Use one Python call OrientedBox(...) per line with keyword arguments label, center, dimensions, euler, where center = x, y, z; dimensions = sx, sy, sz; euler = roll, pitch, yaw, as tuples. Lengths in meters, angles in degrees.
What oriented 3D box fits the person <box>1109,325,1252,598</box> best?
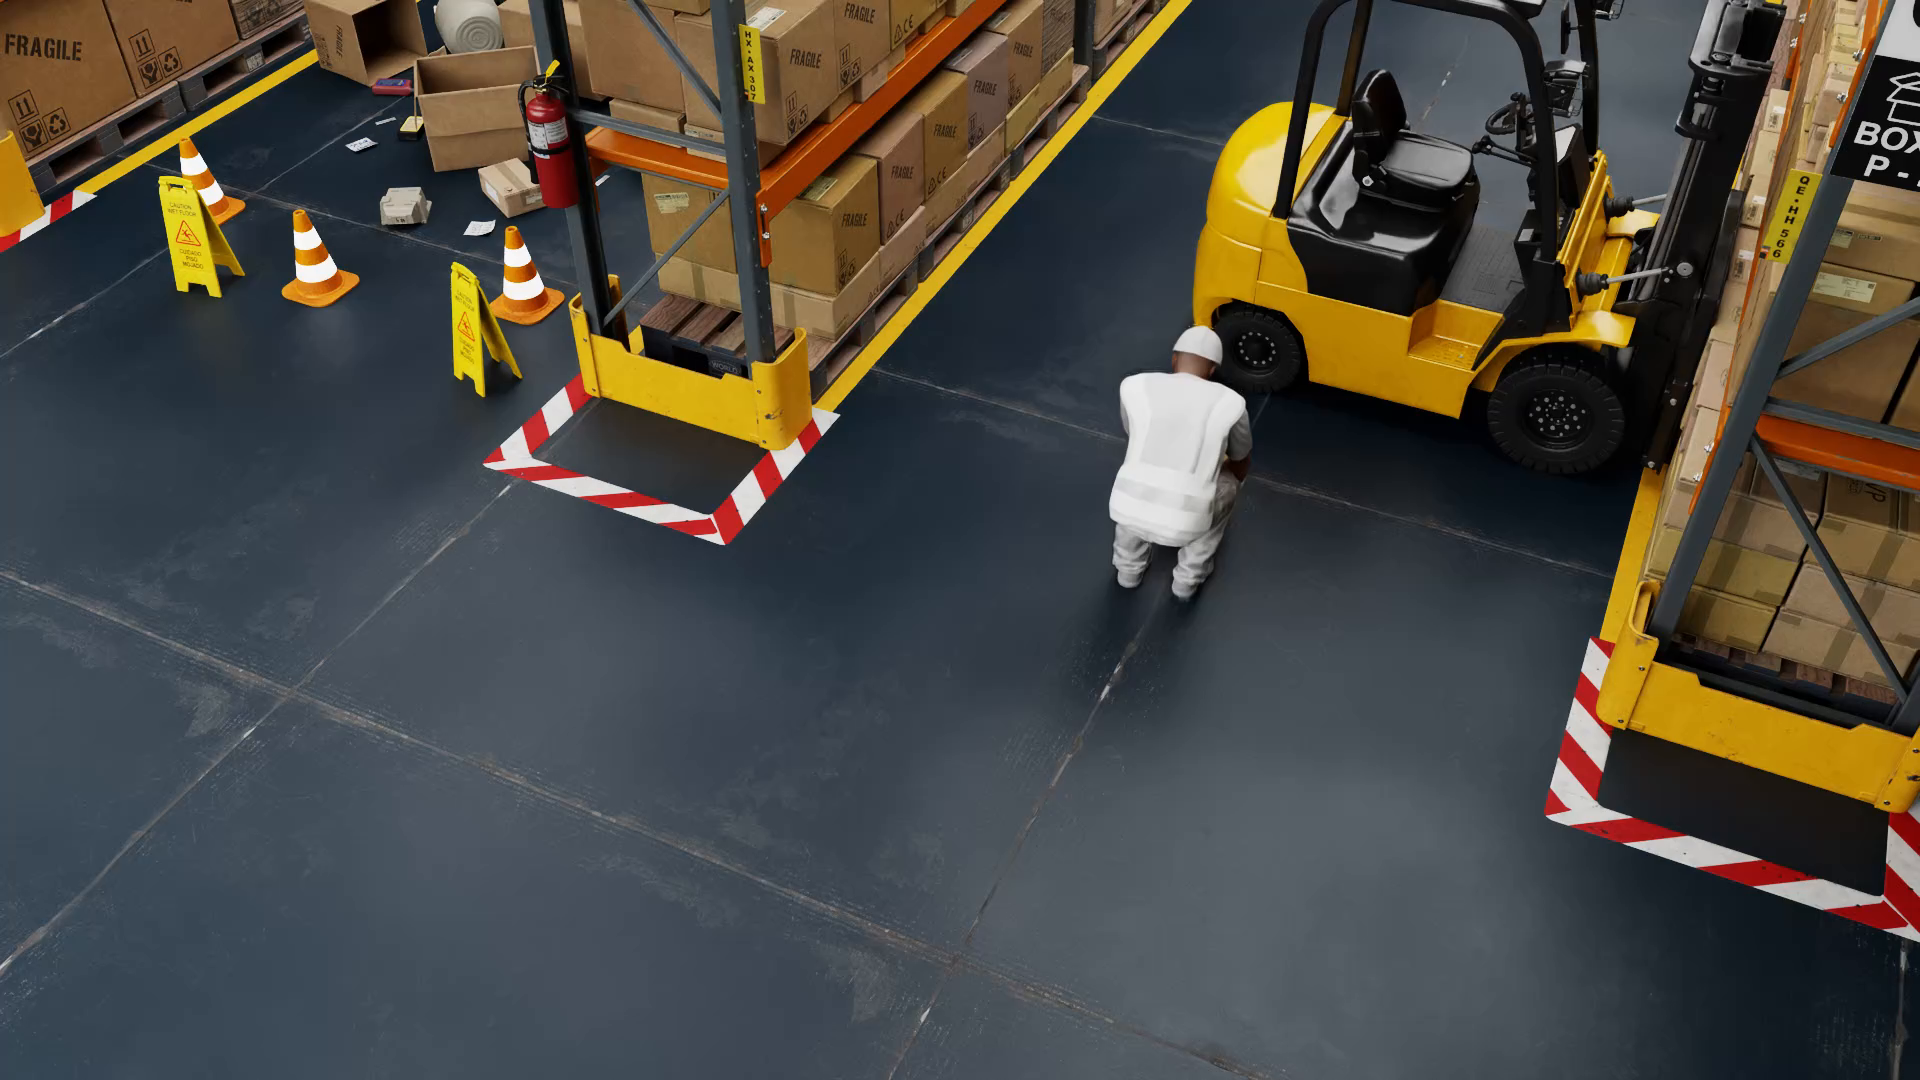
OrientedBox(label="person", center=(0.902, -0.300, 7.057), dimensions=(0.571, 1.026, 0.901), euler=(17, 44, 18))
